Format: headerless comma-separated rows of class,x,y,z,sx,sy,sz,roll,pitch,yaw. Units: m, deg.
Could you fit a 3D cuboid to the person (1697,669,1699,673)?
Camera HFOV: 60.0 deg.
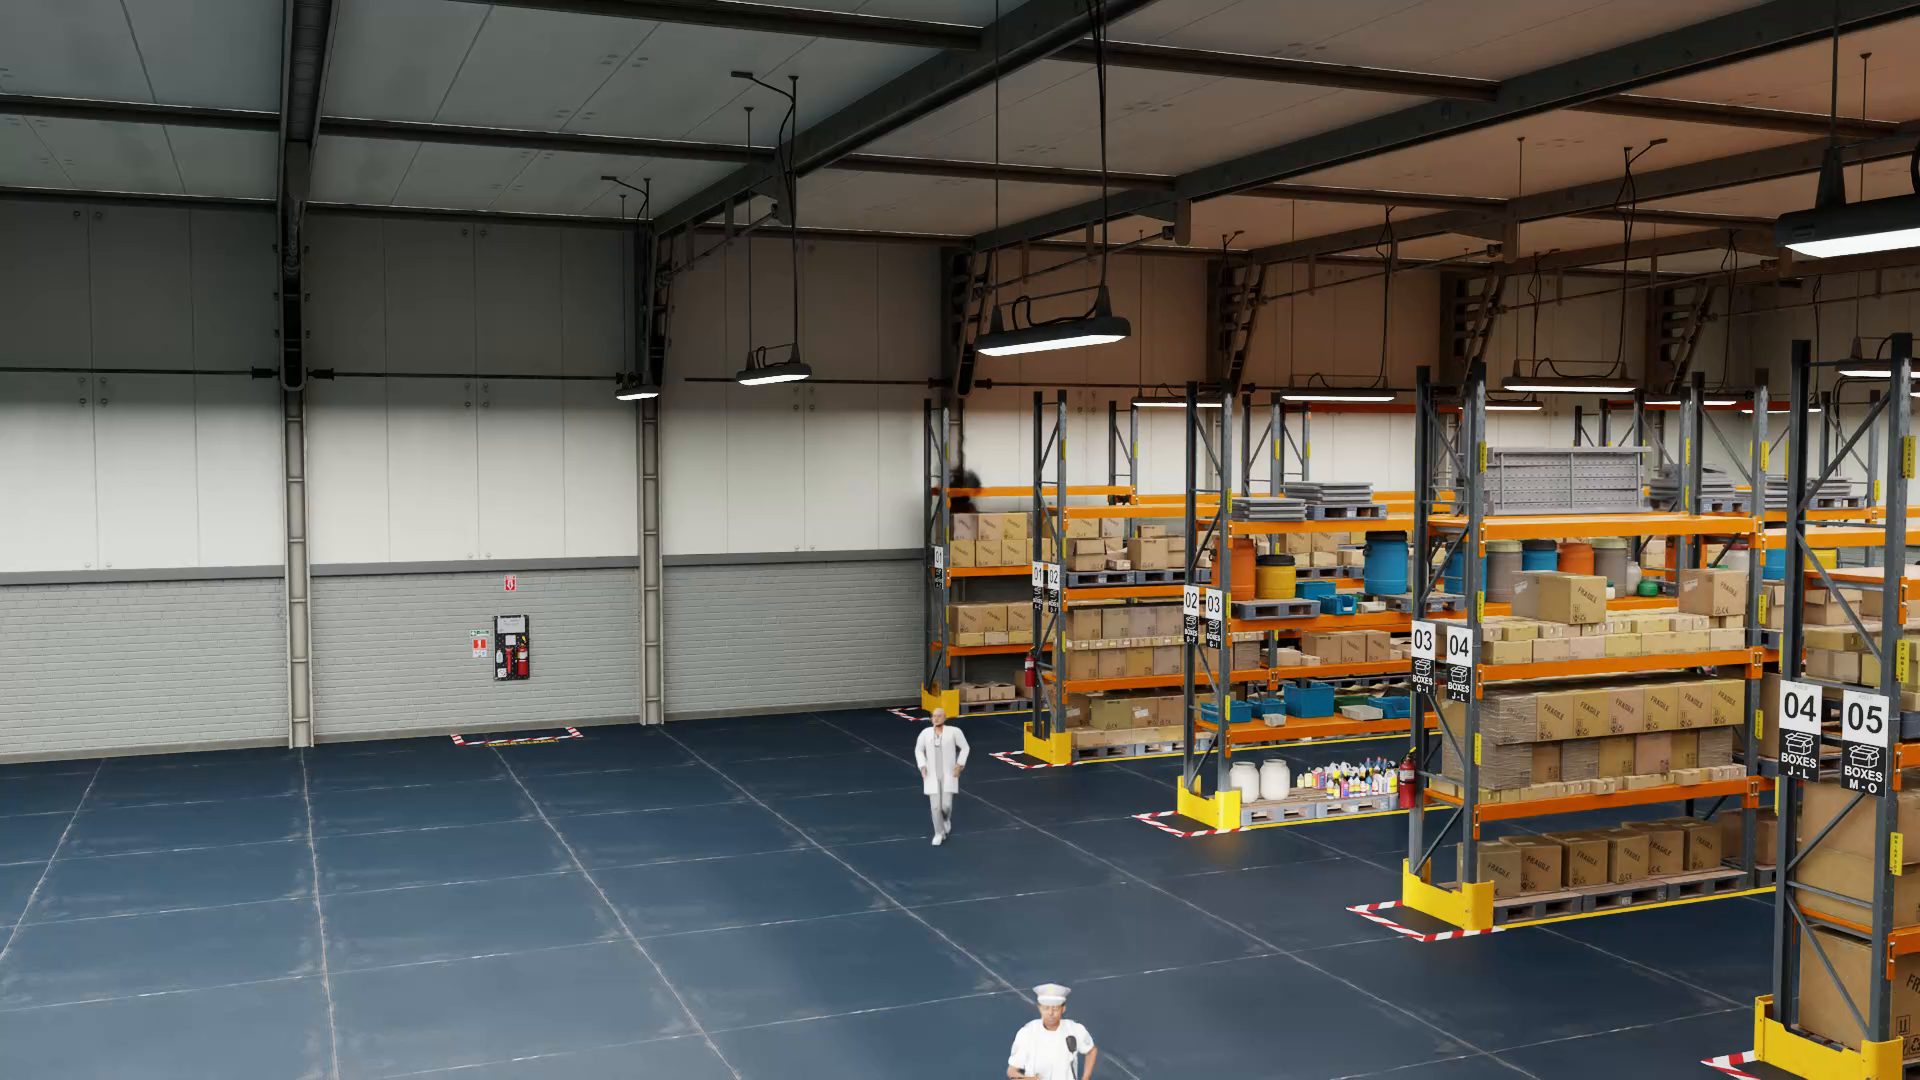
person,12.807,2.532,29.464,0.974,1.784,0.695,-2,4,-35

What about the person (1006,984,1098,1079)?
person,0.582,3.665,10.625,0.570,1.719,0.850,0,3,7

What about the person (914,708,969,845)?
person,-0.247,3.037,21.485,0.711,1.744,0.600,1,3,9
